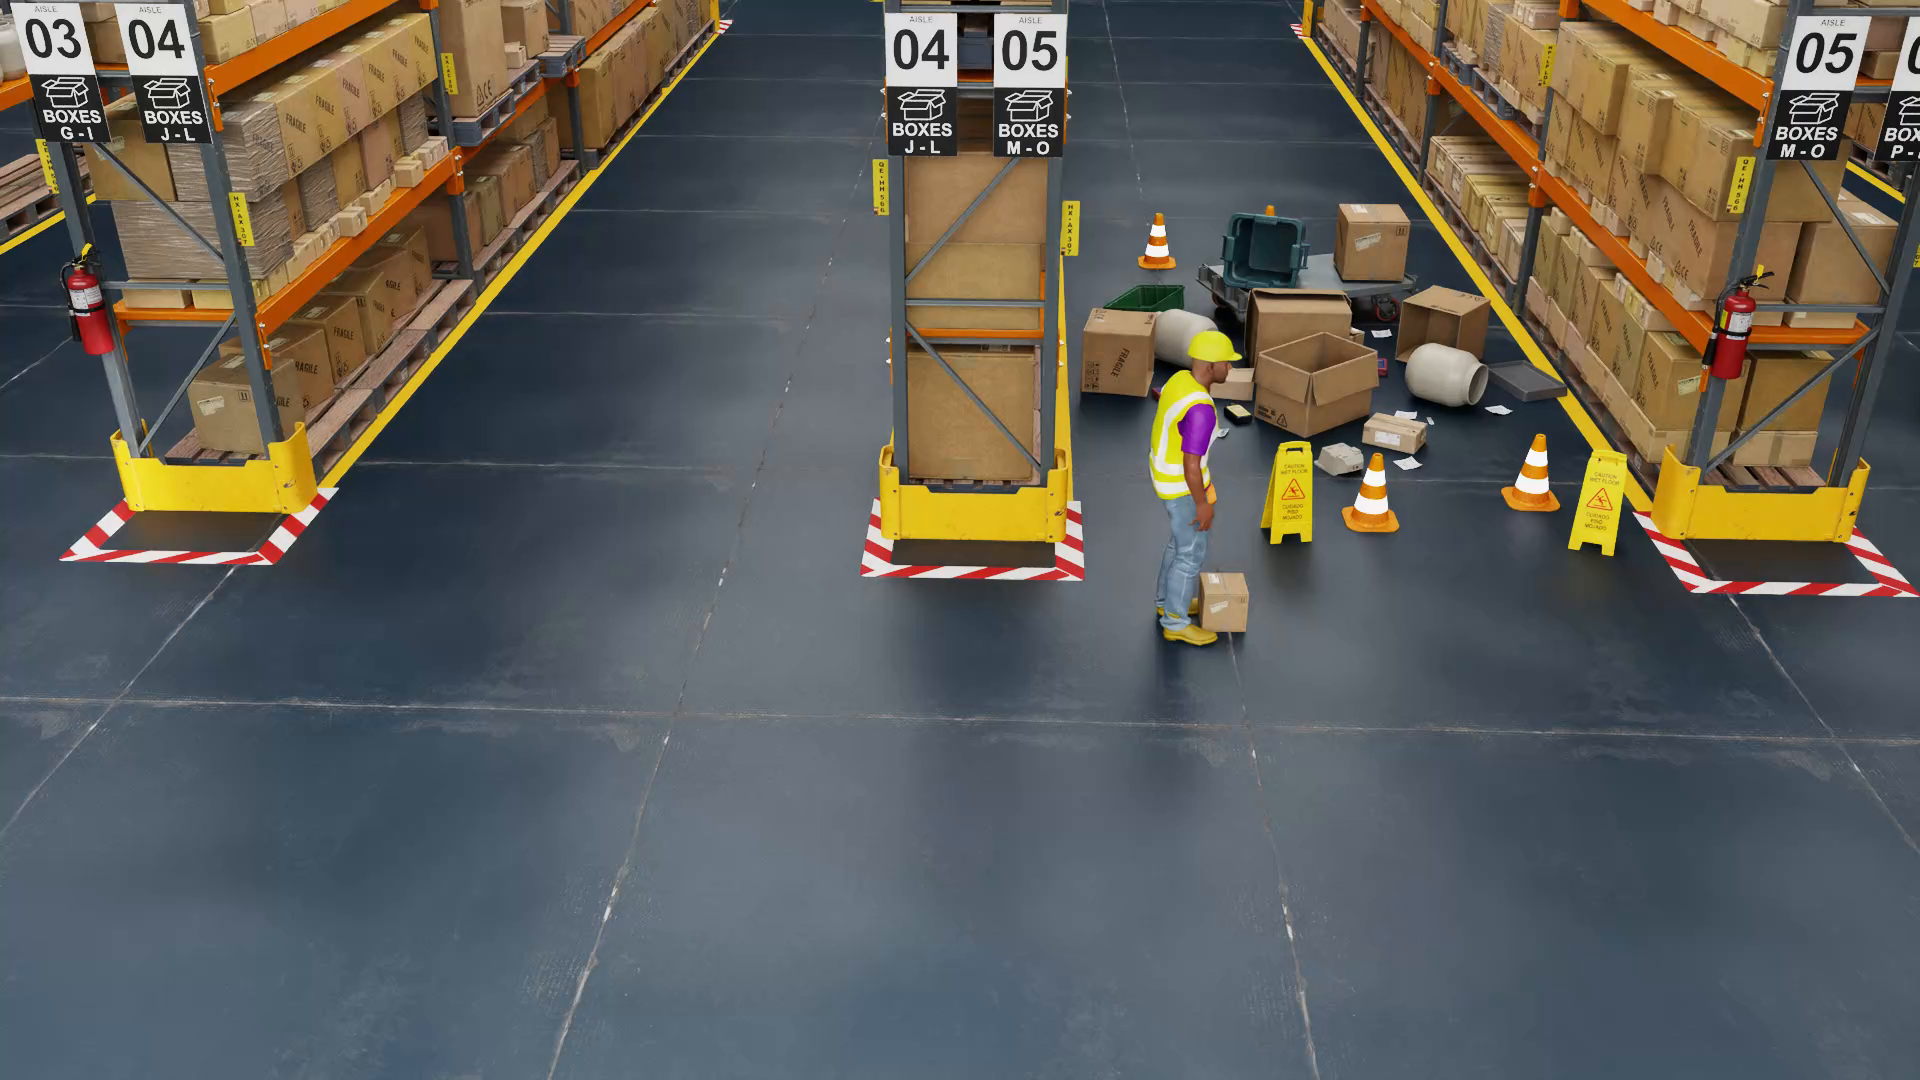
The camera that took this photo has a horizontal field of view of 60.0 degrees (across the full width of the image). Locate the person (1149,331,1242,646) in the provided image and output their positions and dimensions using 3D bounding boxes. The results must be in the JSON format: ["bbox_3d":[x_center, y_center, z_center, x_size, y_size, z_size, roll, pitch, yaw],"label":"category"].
[{"bbox_3d":[1.278,-0.313,9.198,0.455,1.757,0.635,0,28,-1],"label":"person"}]
